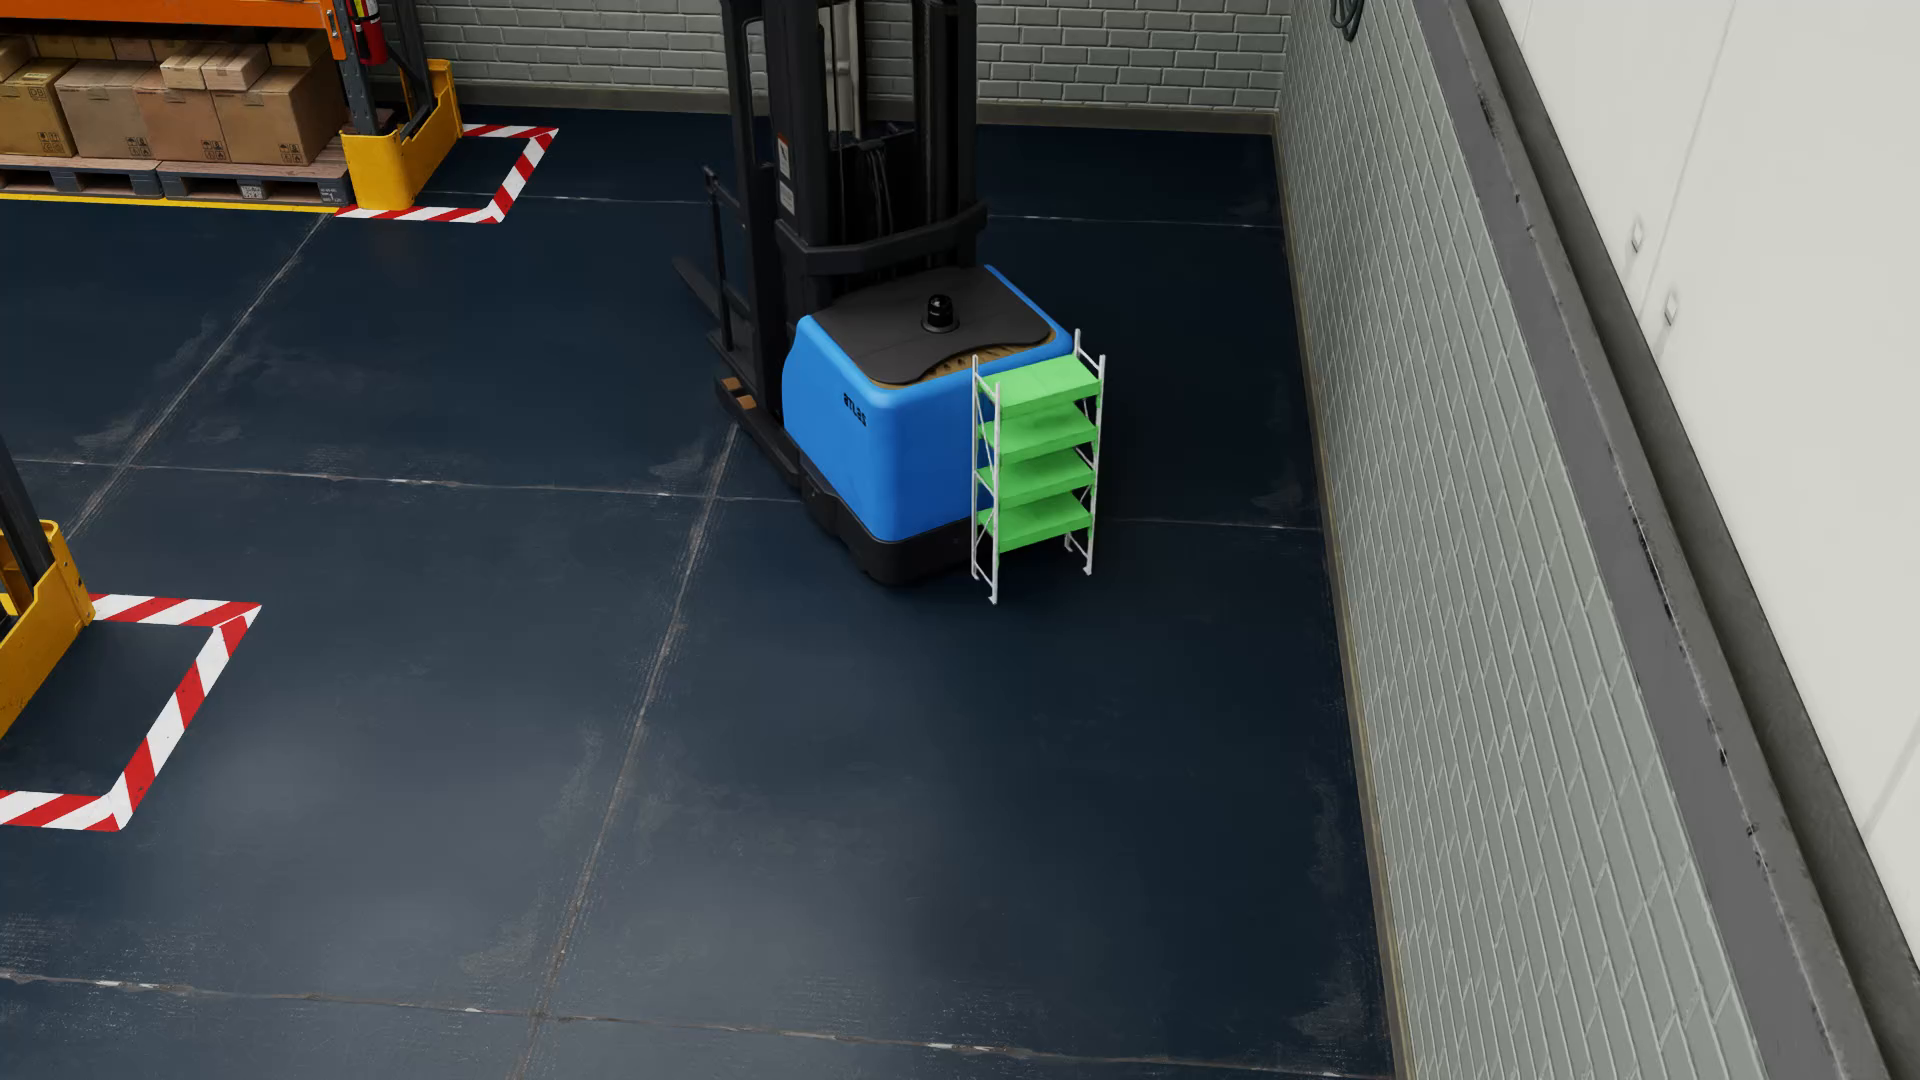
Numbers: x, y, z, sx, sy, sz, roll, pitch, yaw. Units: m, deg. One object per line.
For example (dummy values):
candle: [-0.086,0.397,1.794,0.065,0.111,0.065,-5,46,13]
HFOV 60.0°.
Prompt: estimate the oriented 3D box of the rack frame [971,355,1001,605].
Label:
rack frame: [0.110,-0.240,7.265,0.015,1.200,0.240,-17,42,-19]

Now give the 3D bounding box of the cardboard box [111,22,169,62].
cardboard box: [-5.190,-3.203,10.613,0.250,0.149,0.380,4,39,4]

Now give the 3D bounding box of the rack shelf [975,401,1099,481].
rack shelf: [0.331,-0.442,7.234,0.480,0.148,0.258,-17,42,-19]

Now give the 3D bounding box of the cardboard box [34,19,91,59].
cardboard box: [-5.698,-3.231,10.647,0.250,0.149,0.380,2,39,3]

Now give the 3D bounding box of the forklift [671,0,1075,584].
forklift: [-0.632,-1.851,7.872,1.130,2.935,3.031,-19,43,-22]

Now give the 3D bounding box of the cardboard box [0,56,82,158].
cardboard box: [-5.855,-2.857,10.702,0.500,0.500,0.700,4,39,5]

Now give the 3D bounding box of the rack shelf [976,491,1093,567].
rack shelf: [0.331,-0.070,7.537,0.480,0.148,0.258,-17,42,-19]

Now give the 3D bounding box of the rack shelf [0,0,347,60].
rack shelf: [-5.611,-3.440,10.340,4.000,0.370,1.077,3,39,4]

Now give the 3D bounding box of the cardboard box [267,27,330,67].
cardboard box: [-4.182,-3.149,10.546,0.250,0.149,0.380,3,39,4]

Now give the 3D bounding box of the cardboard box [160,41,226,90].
cardboard box: [-4.722,-2.936,10.285,0.250,0.149,0.380,4,39,5]

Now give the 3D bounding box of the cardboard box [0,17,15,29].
cardboard box: [-6.206,-3.259,10.681,0.250,0.149,0.380,2,39,2]

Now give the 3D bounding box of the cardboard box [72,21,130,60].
cardboard box: [-5.445,-3.217,10.630,0.250,0.149,0.380,4,39,4]

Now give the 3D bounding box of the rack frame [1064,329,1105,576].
rack frame: [0.552,-0.371,7.426,0.015,1.200,0.240,-17,42,-19]

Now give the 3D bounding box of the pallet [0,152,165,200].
pallet: [-5.633,-2.591,10.936,1.213,0.211,1.003,3,39,4]

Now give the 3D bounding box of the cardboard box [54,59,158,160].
cardboard box: [-5.324,-2.832,10.672,0.500,0.500,0.700,2,39,2]

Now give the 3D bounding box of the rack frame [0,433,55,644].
rack frame: [-4.042,-0.494,6.151,0.127,3.000,1.000,3,39,4]

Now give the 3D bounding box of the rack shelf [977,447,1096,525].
rack shelf: [0.331,-0.256,7.385,0.480,0.148,0.258,-17,42,-19]

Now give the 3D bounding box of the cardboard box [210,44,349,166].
cardboard box: [-4.324,-2.778,10.605,0.500,0.500,0.700,3,39,4]

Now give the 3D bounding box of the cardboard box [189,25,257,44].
cardboard box: [-4.687,-3.176,10.580,0.250,0.149,0.380,3,39,4]

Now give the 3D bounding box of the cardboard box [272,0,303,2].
cardboard box: [-4.127,-3.747,9.911,0.700,0.700,0.980,5,39,6]

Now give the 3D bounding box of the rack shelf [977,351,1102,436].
rack shelf: [0.331,-0.628,7.082,0.480,0.148,0.258,-17,42,-19]

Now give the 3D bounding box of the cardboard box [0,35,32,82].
cardboard box: [-6.021,-3.006,10.370,0.250,0.149,0.380,2,39,3]

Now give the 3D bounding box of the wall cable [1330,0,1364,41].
wall cable: [1.986,-4.199,8.411,0.112,2.526,3.097,3,39,4]

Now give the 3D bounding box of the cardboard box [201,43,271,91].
cardboard box: [-4.468,-2.922,10.268,0.250,0.149,0.380,3,39,3]

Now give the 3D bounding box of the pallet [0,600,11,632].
pallet: [-4.912,0.541,7.089,1.213,0.211,1.003,3,39,4]

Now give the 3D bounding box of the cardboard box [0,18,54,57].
cardboard box: [-5.955,-3.244,10.664,0.250,0.149,0.380,4,39,4]

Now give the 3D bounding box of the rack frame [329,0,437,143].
rack frame: [-3.618,-3.610,9.979,0.127,3.000,1.000,3,39,4]

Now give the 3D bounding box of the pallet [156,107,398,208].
pallet: [-4.421,-2.522,10.852,1.213,0.211,1.003,3,39,4]

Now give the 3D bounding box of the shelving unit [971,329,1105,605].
shelving unit: [0.331,-0.305,7.345,0.503,1.200,0.258,-17,42,-19]

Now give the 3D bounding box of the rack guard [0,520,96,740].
rack guard: [-4.117,0.471,6.945,0.348,0.500,1.175,3,39,4]

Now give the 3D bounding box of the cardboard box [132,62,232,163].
cardboard box: [-4.822,-2.805,10.639,0.500,0.500,0.700,3,39,4]

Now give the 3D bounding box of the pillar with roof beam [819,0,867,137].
pillar with roof beam: [-1.225,-3.626,5.247,0.400,9.000,9.100,3,39,4]

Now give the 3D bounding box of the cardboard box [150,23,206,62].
cardboard box: [-4.936,-3.190,10.597,0.250,0.149,0.380,3,39,4]

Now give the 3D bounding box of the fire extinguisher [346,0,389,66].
fire extinguisher: [-3.508,-3.137,9.754,0.183,0.674,0.296,3,39,4]

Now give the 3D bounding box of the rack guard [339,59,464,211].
rack guard: [-3.594,-2.639,10.766,0.348,0.500,1.175,3,39,4]
